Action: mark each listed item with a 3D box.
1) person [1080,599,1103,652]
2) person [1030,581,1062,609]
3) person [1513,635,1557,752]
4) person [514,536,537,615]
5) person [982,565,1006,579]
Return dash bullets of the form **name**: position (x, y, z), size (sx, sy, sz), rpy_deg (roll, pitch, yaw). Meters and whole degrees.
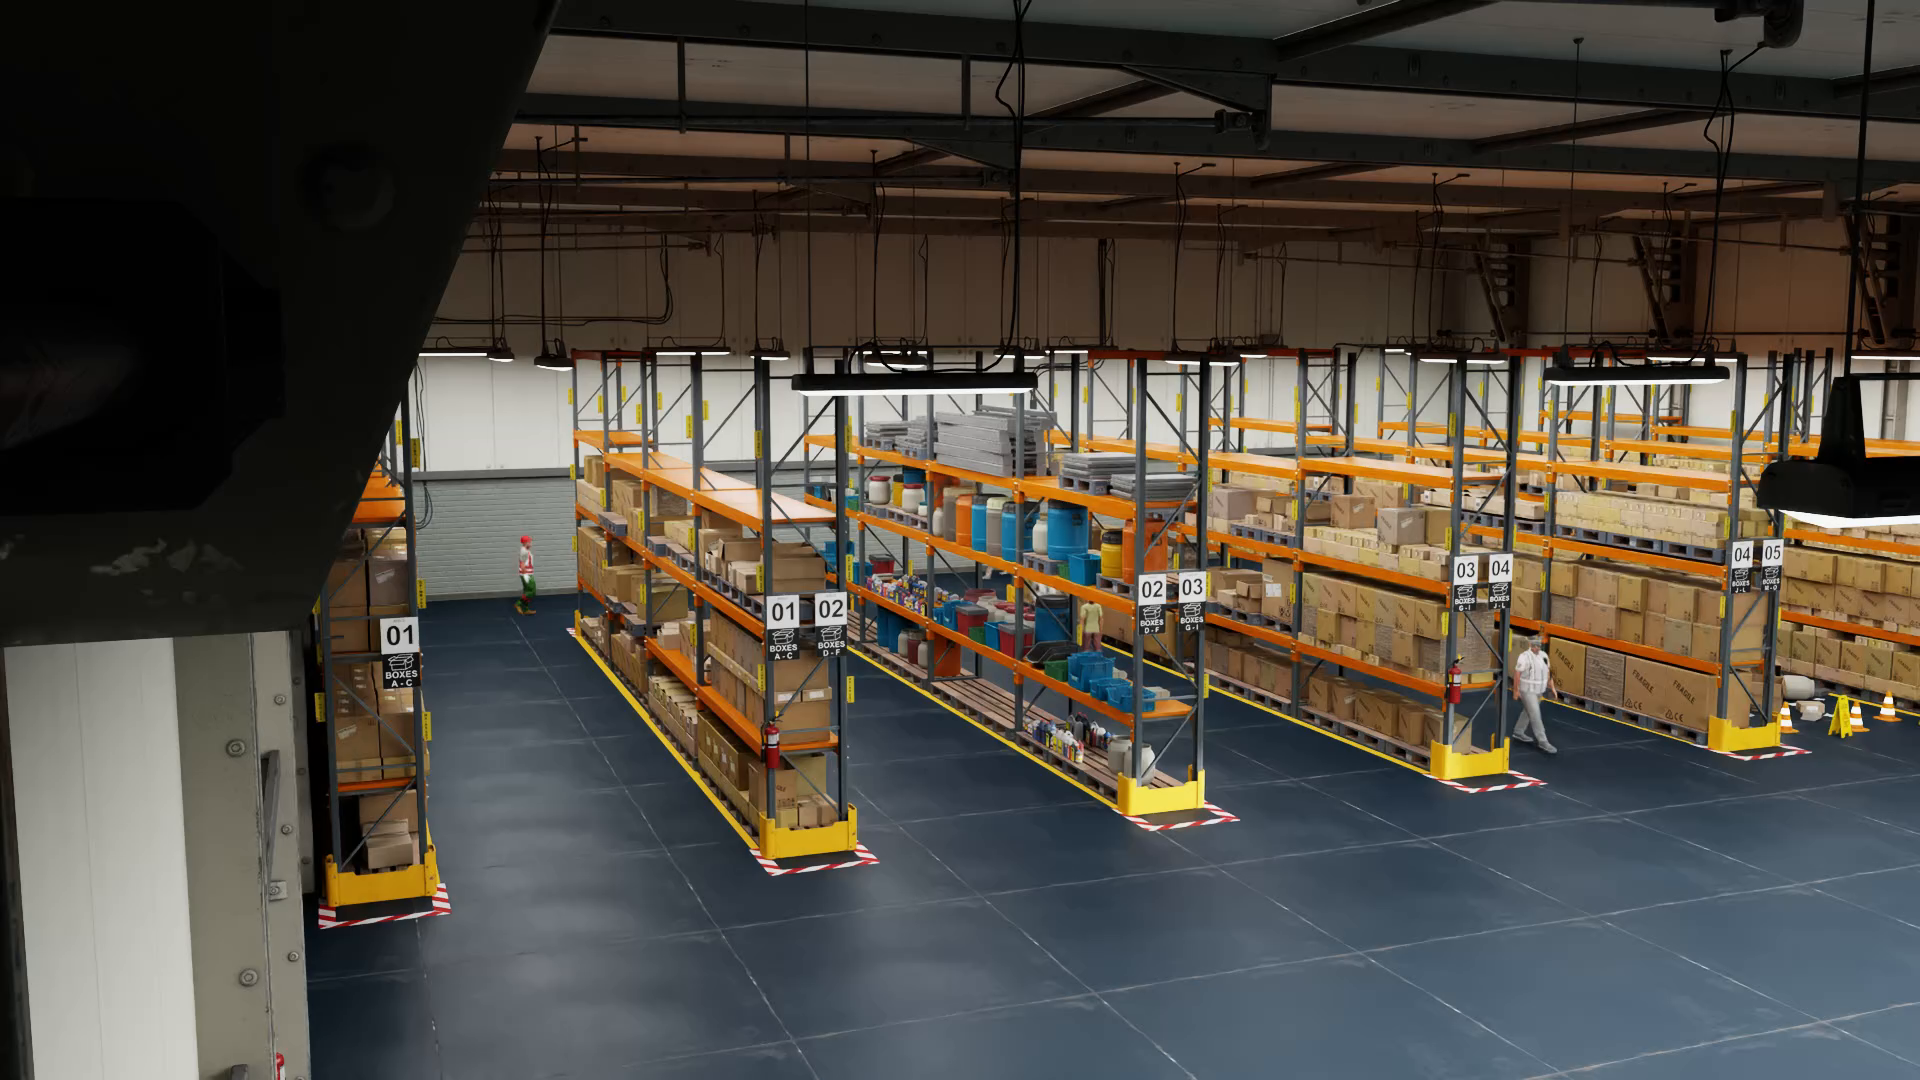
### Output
- **person**: position (2.420, 1.723, 30.496), size (0.494, 1.669, 0.534), rpy_deg (-2, 7, -18)
- **person**: position (1.748, 1.309, 33.711), size (0.700, 1.685, 0.717), rpy_deg (-1, 7, -11)
- **person**: position (8.818, 2.301, 25.423), size (0.563, 1.720, 0.923), rpy_deg (-4, 8, -30)
- **person**: position (-9.778, 0.795, 37.280), size (0.505, 1.789, 0.579), rpy_deg (-3, 8, -21)
- **person**: position (0.867, 0.146, 42.972), size (1.020, 1.680, 0.524), rpy_deg (-6, 9, -38)
